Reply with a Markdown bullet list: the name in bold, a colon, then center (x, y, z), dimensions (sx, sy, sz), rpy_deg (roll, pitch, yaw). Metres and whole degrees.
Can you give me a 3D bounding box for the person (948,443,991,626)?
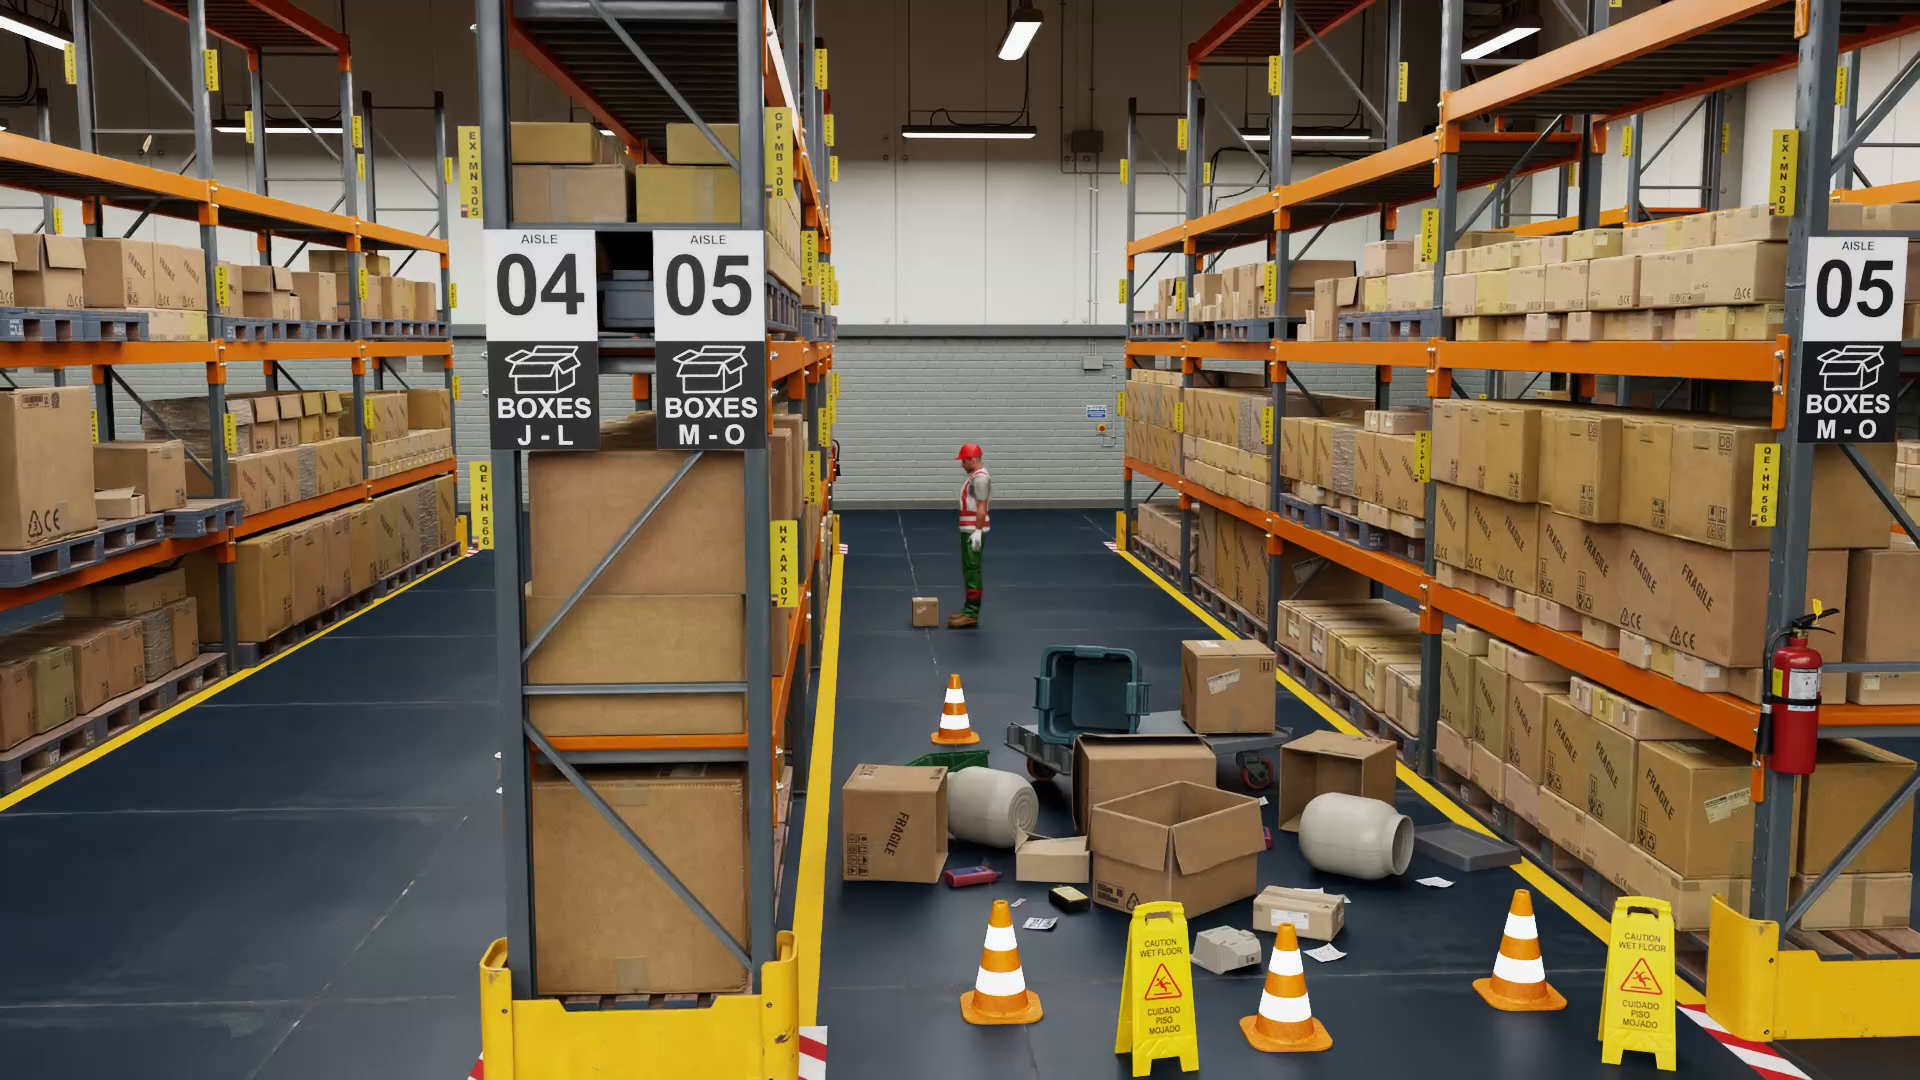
- **person**: center (0.087, -0.066, 16.539), dimensions (0.434, 1.791, 0.556), rpy_deg (0, 7, -3)
